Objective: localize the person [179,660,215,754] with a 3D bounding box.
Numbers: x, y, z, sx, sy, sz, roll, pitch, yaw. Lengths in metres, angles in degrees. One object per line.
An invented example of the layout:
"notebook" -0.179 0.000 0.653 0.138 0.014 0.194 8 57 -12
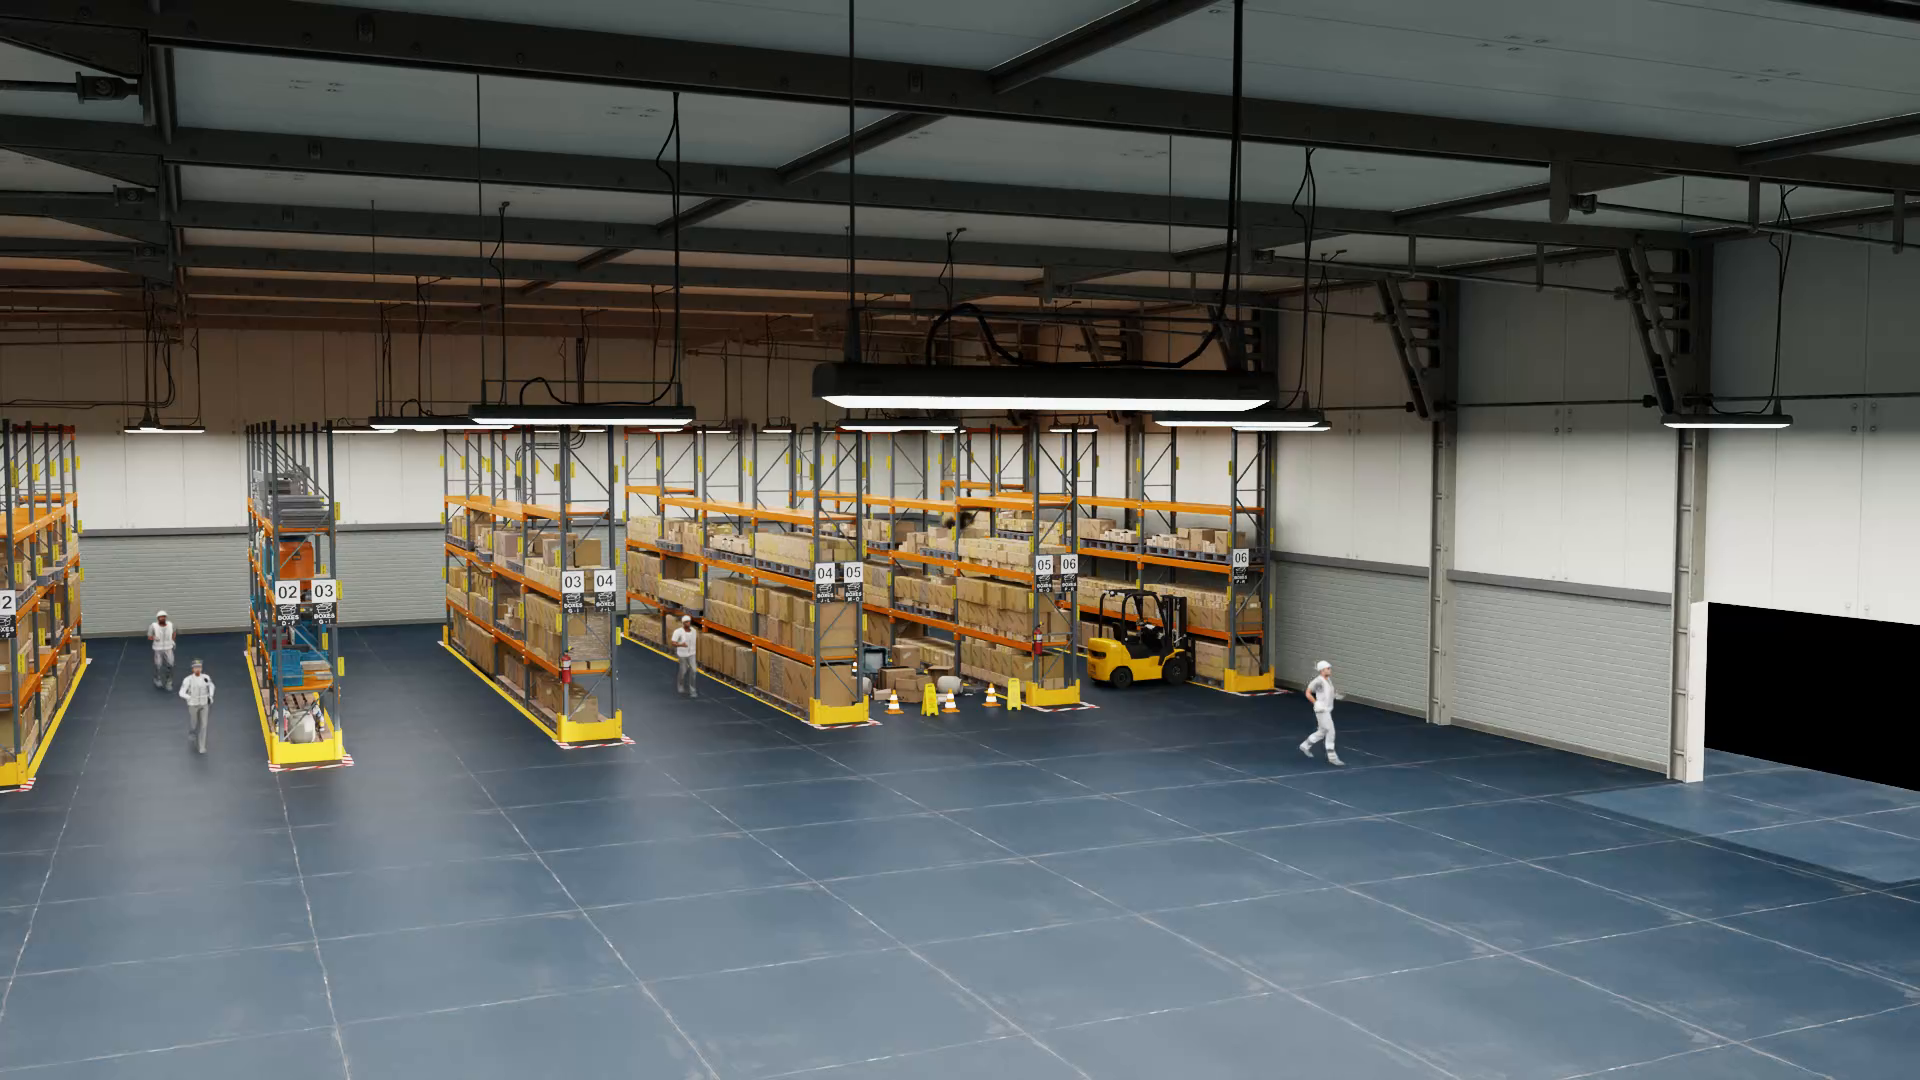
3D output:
"person" -13.765 2.992 30.072 0.618 1.669 0.850 -3 4 -36

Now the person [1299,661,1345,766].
"person" 6.328 3.003 29.050 0.862 1.796 0.651 2 4 29

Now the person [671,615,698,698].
"person" -6.036 2.566 36.572 0.674 1.827 0.773 -2 4 -29

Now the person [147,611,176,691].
"person" -17.978 2.504 37.492 0.616 1.837 0.811 -2 4 -34
